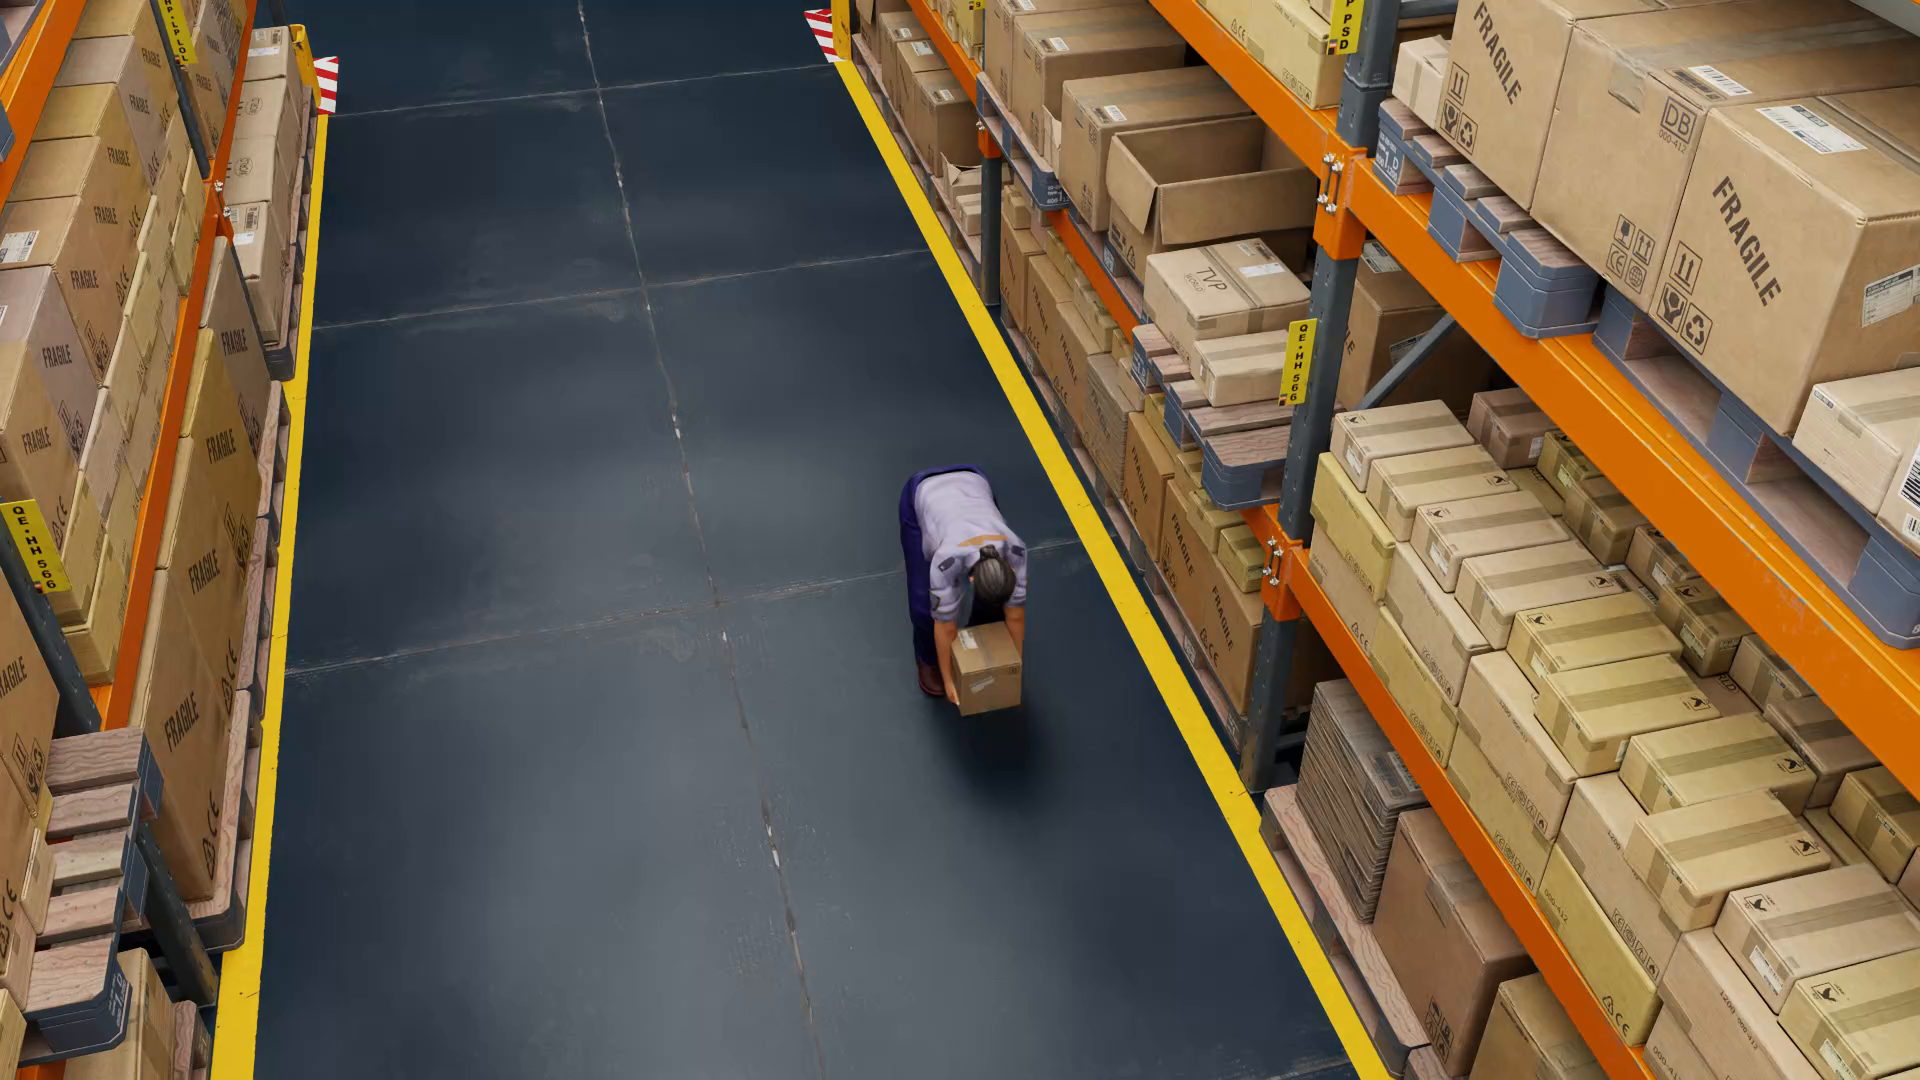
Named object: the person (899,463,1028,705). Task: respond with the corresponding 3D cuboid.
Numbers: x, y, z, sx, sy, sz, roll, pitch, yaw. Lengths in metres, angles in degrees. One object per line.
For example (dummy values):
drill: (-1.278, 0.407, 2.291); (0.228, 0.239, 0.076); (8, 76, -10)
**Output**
person: (0.036, 0.259, 6.900); (0.460, 1.029, 0.907); (-11, 40, -13)
